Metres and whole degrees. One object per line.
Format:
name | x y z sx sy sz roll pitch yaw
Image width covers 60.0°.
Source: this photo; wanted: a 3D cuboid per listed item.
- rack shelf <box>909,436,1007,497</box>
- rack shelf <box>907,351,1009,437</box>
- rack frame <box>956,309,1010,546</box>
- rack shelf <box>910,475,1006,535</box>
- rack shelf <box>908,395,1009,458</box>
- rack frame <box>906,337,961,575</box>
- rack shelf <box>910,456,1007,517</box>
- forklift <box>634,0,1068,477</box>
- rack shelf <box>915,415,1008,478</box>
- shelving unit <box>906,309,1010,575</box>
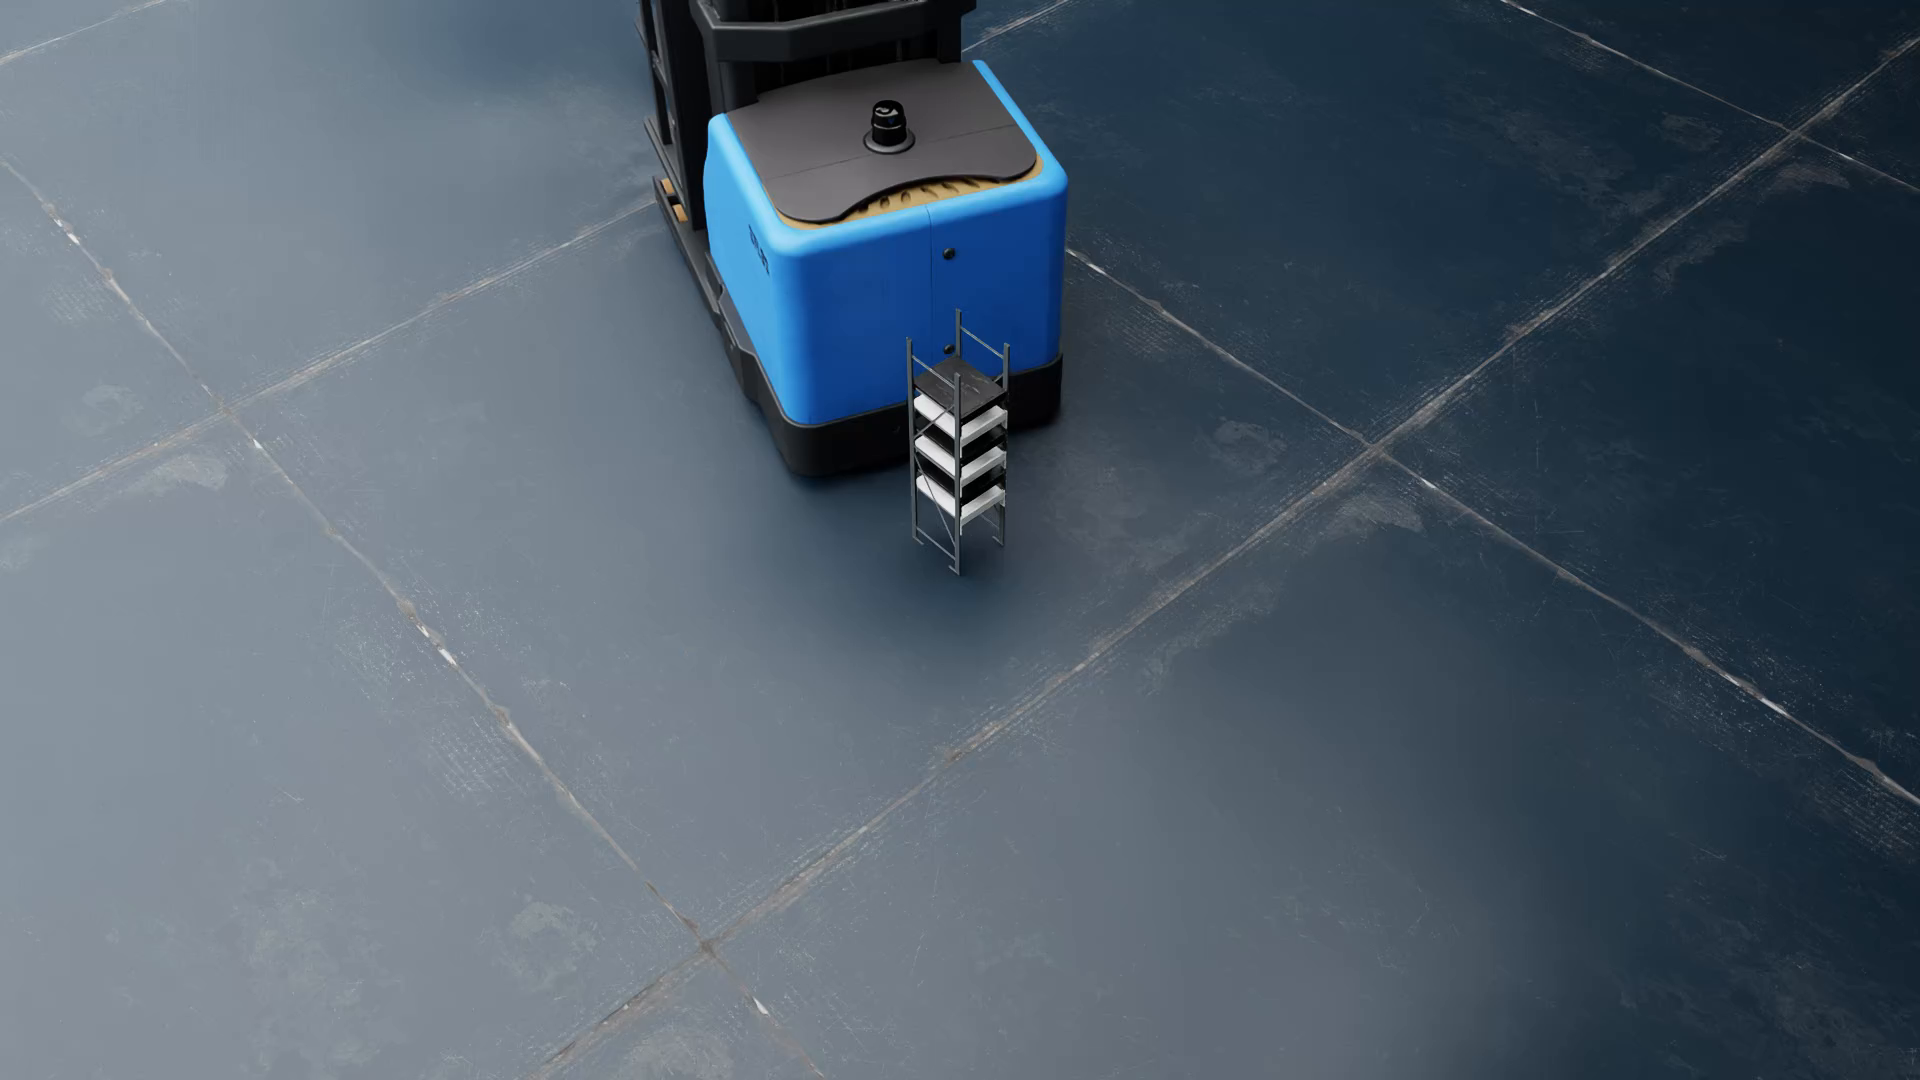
rack shelf | -0.006 -0.279 5.440 0.200 0.077 0.258 -34 56 -27
rack shelf | -0.006 -0.462 5.242 0.200 0.077 0.258 -34 56 -27
rack frame | 0.069 -0.351 5.462 0.006 0.900 0.240 -34 56 -27
rack shelf | -0.006 -0.156 5.572 0.200 0.077 0.258 -34 56 -27
rack shelf | -0.006 -0.401 5.308 0.200 0.077 0.258 -34 56 -27
rack frame | -0.081 -0.251 5.369 0.006 0.900 0.240 -34 56 -27
rack shelf | -0.006 -0.218 5.506 0.200 0.077 0.258 -34 56 -27
forklift | -0.637 -2.321 5.897 1.130 2.935 3.031 -16 49 -14
rack shelf | -0.006 -0.340 5.374 0.200 0.077 0.258 -34 56 -27
shelving unit | -0.006 -0.301 5.416 0.210 0.900 0.258 -34 56 -27
